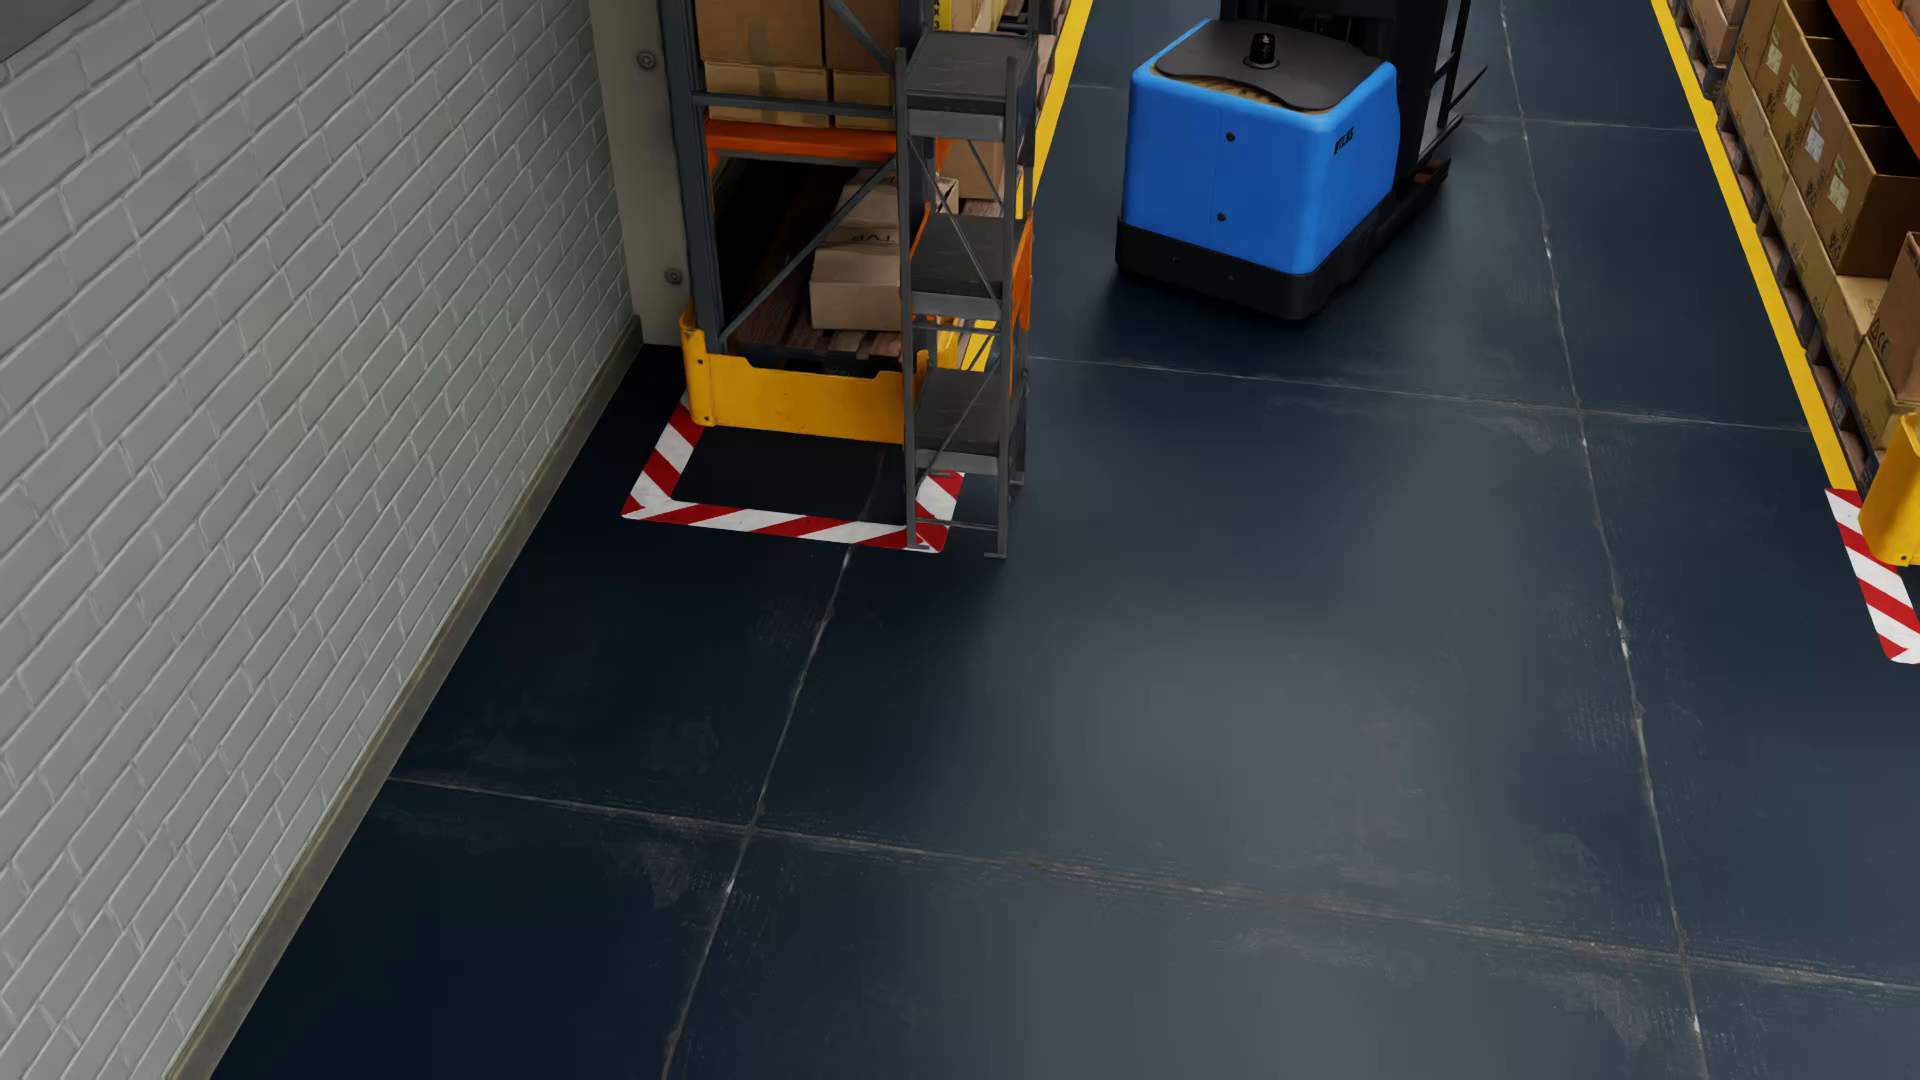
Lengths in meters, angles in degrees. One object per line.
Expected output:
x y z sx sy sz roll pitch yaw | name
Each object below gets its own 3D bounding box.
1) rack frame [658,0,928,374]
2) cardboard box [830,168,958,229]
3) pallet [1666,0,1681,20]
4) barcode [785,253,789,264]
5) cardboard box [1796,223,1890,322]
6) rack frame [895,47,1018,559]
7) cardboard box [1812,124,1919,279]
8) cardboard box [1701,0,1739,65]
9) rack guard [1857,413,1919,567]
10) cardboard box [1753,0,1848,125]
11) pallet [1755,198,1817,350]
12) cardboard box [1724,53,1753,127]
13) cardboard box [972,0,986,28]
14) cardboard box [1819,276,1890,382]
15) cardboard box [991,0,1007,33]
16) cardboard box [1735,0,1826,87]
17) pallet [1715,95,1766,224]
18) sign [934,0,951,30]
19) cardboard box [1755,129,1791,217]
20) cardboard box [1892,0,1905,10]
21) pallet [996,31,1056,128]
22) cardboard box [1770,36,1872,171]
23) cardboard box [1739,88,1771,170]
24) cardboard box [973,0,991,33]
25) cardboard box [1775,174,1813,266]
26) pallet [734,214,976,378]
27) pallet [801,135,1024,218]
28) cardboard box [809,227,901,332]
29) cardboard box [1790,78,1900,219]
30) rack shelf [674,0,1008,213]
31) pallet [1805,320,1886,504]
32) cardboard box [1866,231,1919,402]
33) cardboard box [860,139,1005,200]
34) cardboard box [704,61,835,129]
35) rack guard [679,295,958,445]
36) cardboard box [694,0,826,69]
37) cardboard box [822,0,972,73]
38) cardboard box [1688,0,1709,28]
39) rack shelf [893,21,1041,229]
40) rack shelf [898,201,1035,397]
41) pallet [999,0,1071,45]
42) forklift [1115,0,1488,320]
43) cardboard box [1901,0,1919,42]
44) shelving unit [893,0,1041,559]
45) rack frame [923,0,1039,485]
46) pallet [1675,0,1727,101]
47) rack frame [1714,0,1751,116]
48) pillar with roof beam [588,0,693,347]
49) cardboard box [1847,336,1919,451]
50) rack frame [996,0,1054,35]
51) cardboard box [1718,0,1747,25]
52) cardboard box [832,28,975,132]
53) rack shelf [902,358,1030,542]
-0.618 -1.668 6.413 1.000 3.000 0.127 6 40 8 | rack frame
-0.311 -1.583 8.075 0.500 0.311 0.500 10 41 11 | cardboard box
5.251 -3.794 11.173 1.003 0.211 1.213 6 40 8 | pallet
-0.801 -1.284 7.707 0.001 0.075 0.075 6 40 8 | barcode
4.223 -1.224 7.705 0.500 0.250 0.500 6 40 8 | cardboard box
-0.013 -0.760 6.021 0.400 2.100 0.015 6 40 8 | rack frame
4.220 -1.513 7.466 0.500 0.500 0.500 6 40 8 | cardboard box
4.740 -3.028 9.887 0.500 0.250 0.500 6 40 7 | cardboard box
4.257 -0.145 6.533 1.175 0.500 0.348 6 40 8 | rack guard
4.486 -2.454 8.604 0.500 0.500 0.500 6 40 8 | cardboard box
4.566 -1.297 8.153 1.003 0.211 1.213 6 40 8 | pallet
4.575 -2.479 9.222 0.500 0.250 0.500 6 40 8 | cardboard box
-0.144 -2.482 6.912 0.500 0.500 0.500 7 40 8 | cardboard box
4.138 -0.910 7.325 0.500 0.250 0.500 6 40 8 | cardboard box
-0.051 -2.535 7.564 0.500 0.250 0.500 6 40 7 | cardboard box
4.565 -2.769 8.985 0.500 0.500 0.500 6 40 8 | cardboard box
4.775 -2.065 9.082 1.003 0.211 1.213 6 40 8 | pallet
-0.084 -1.942 6.065 0.100 0.325 0.005 6 40 8 | sign
4.392 -1.852 8.464 0.500 0.250 0.500 6 40 8 | cardboard box
4.707 -2.747 7.640 0.700 0.500 0.500 7 40 8 | cardboard box
-0.007 -2.678 9.823 1.003 0.211 1.213 6 40 8 | pallet
4.392 -2.141 8.225 0.500 0.500 0.500 6 40 8 | cardboard box
4.483 -2.165 8.843 0.500 0.250 0.500 6 40 8 | cardboard box
-0.145 -2.216 7.178 0.500 0.250 0.500 5 40 6 | cardboard box
4.311 -1.538 8.084 0.500 0.250 0.500 6 40 8 | cardboard box
-0.430 -1.147 7.971 1.003 0.211 1.213 6 40 8 | pallet
-0.216 -1.910 8.894 1.003 0.211 1.213 6 40 8 | pallet
-0.410 -1.225 7.643 0.500 0.311 0.500 2 40 3 | cardboard box
4.307 -1.827 7.846 0.500 0.500 0.500 6 40 8 | cardboard box
-0.272 -2.646 8.160 1.077 0.370 4.000 6 40 8 | rack shelf
4.352 -0.534 7.230 1.003 0.211 1.213 6 40 8 | pallet
4.061 -0.884 6.705 0.500 0.500 0.500 6 40 8 | cardboard box
-0.135 -2.111 8.565 0.700 0.500 0.500 4 40 5 | cardboard box
-0.728 -1.932 6.835 0.500 0.250 0.500 7 40 8 | cardboard box
-0.605 -0.752 7.267 1.175 0.500 0.348 6 40 8 | rack guard
-0.746 -2.226 6.602 0.500 0.500 0.500 6 40 7 | cardboard box
-0.240 -2.173 6.538 0.500 0.500 0.500 6 40 8 | cardboard box
4.829 -3.346 10.271 0.500 0.250 0.500 6 40 7 | cardboard box
0.029 -1.442 5.769 0.431 0.518 0.480 6 40 8 | rack shelf
0.029 -0.903 6.215 0.431 0.518 0.480 6 40 8 | rack shelf
0.207 -3.592 10.929 1.003 0.211 1.213 6 40 8 | pallet
2.003 -3.083 8.179 1.130 2.935 3.031 23 45 25 | forklift
4.620 -2.426 7.251 0.700 0.500 0.500 8 40 9 | cardboard box
0.029 -0.913 6.206 0.431 2.100 0.503 6 40 8 | shelving unit
0.071 -1.066 6.392 0.400 2.100 0.015 6 40 8 | rack frame
5.043 -3.026 10.244 1.003 0.211 1.213 6 40 8 | pallet
4.954 -3.634 8.791 1.000 3.000 0.127 6 40 8 | rack frame
2.891 -4.040 4.574 9.100 9.000 0.400 6 40 8 | pillar with roof beam
4.063 -0.595 6.944 0.500 0.250 0.500 6 40 8 | cardboard box
0.074 -4.178 9.449 1.000 3.000 0.127 6 40 8 | rack frame
4.741 -3.238 9.701 0.500 0.311 0.500 6 40 8 | cardboard box
-0.221 -1.889 6.782 0.500 0.250 0.500 5 40 6 | cardboard box
0.029 -0.363 6.661 0.431 0.518 0.480 6 40 8 | rack shelf
